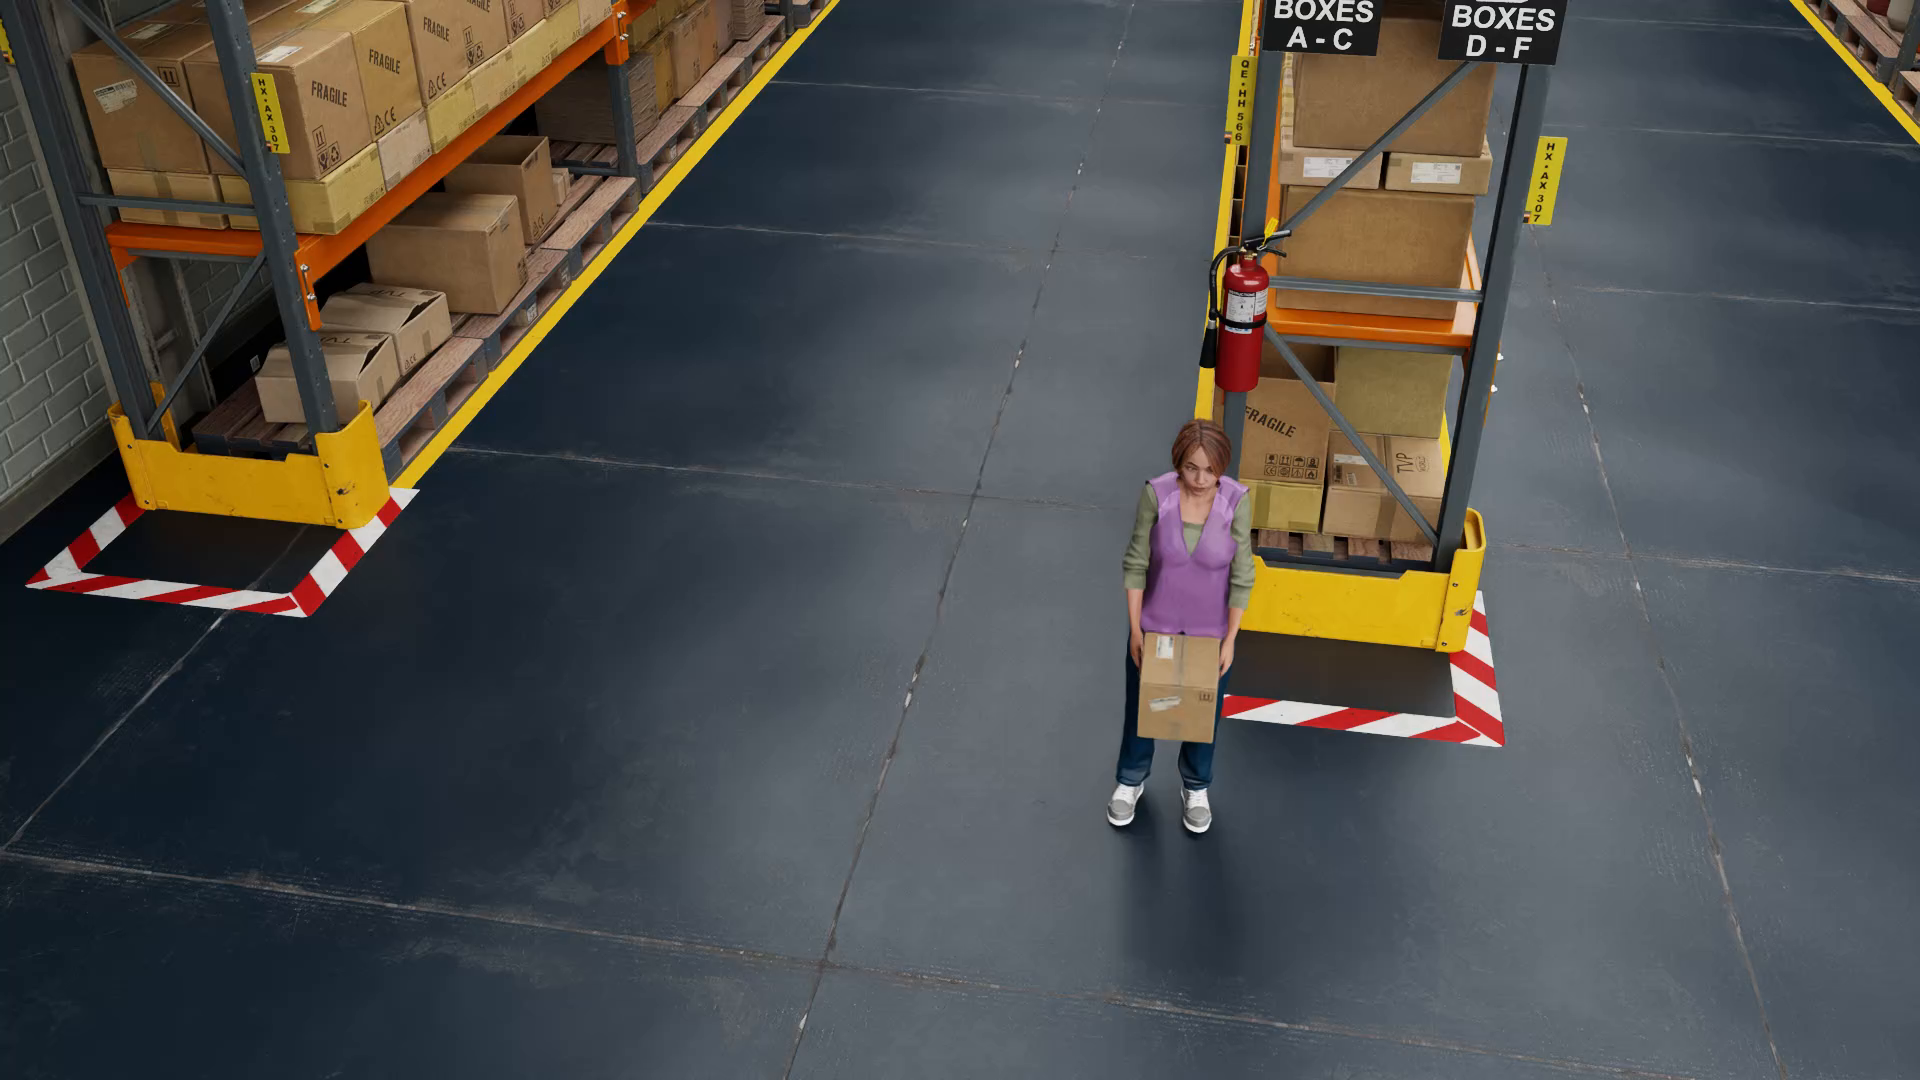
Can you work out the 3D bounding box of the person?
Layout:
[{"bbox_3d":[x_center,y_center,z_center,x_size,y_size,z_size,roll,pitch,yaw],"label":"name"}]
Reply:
[{"bbox_3d":[0.759,0.311,5.658,0.444,1.602,0.384,5,33,7],"label":"person"}]
